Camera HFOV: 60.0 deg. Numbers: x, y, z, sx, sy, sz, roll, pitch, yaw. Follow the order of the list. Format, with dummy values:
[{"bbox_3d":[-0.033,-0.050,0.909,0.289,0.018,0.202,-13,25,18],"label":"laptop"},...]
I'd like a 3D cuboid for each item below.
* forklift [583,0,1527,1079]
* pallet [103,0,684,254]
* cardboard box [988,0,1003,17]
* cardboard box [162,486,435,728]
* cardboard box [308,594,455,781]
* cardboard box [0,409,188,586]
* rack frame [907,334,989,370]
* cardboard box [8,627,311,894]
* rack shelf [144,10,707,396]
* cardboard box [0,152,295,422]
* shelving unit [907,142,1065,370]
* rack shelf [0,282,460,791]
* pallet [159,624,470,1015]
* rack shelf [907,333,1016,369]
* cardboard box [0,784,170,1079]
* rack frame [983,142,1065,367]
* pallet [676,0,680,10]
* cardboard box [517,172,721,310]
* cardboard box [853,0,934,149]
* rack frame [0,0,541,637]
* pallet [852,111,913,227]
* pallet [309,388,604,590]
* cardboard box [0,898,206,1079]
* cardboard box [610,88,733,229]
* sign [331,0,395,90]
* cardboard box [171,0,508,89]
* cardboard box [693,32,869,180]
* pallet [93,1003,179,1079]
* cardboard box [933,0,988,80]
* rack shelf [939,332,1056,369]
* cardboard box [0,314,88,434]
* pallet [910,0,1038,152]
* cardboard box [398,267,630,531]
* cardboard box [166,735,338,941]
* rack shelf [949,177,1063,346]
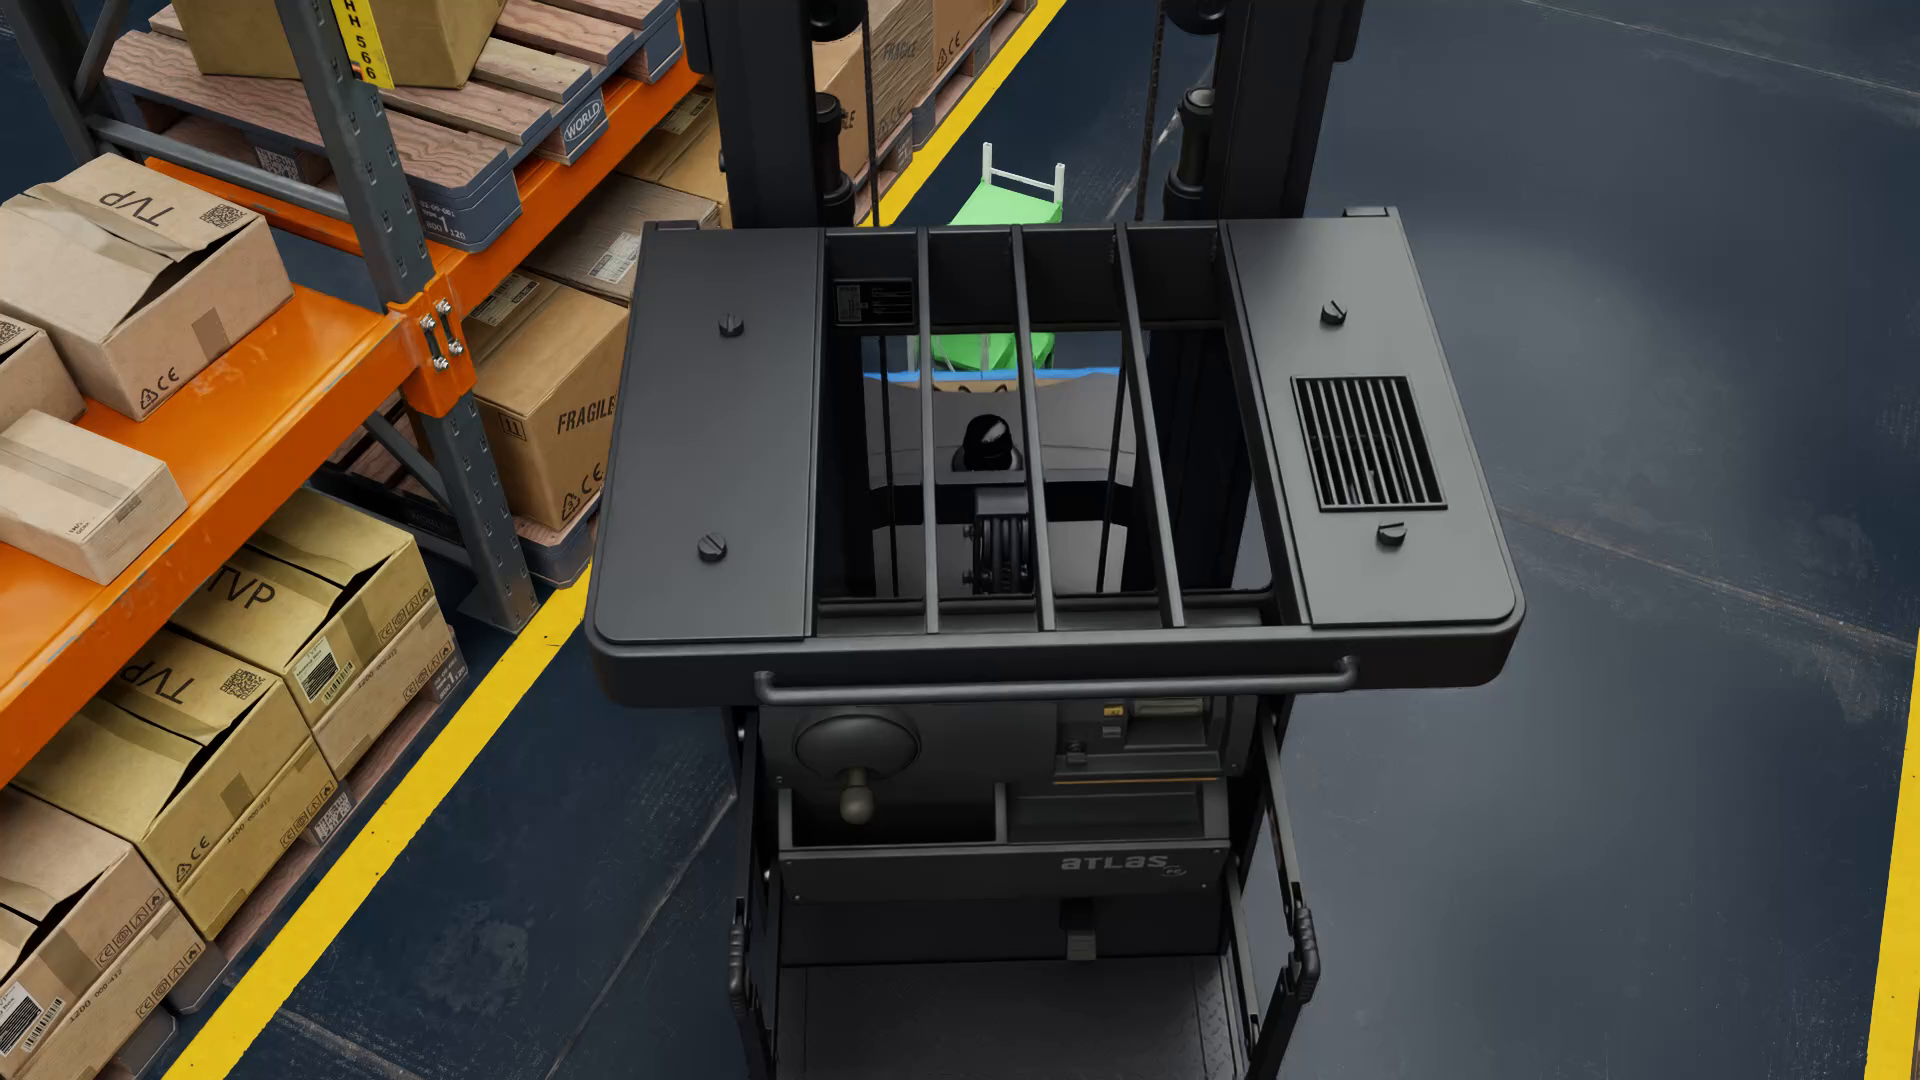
[{"bbox_3d":[0.099,0.431,2.959,1.130,2.935,3.031,-1,50,-1],"label":"forklift"},{"bbox_3d":[-1.530,-1.313,4.523,1.213,0.211,1.003,20,52,16],"label":"pallet"},{"bbox_3d":[0.001,-2.539,6.793,0.500,0.500,0.500,20,52,16],"label":"cardboard box"},{"bbox_3d":[-1.757,0.129,4.332,0.500,0.311,0.500,21,53,17],"label":"cardboard box"},{"bbox_3d":[-1.761,0.311,4.545,0.500,0.250,0.500,21,53,17],"label":"cardboard box"},{"bbox_3d":[-1.891,-0.095,3.526,0.380,0.149,0.250,20,52,16],"label":"cardboard box"},{"bbox_3d":[-0.034,-0.335,4.747,0.240,1.200,0.015,20,52,16],"label":"rack frame"},{"bbox_3d":[-1.974,0.489,4.026,0.500,0.311,0.500,19,52,16],"label":"cardboard box"},{"bbox_3d":[-0.902,-2.029,5.480,1.077,0.370,4.000,20,52,16],"label":"rack shelf"},{"bbox_3d":[-1.951,-0.620,3.867,0.500,0.311,0.500,23,53,18],"label":"cardboard box"},{"bbox_3d":[0.071,-0.503,4.890,0.258,1.200,0.503,20,52,16],"label":"shelving unit"},{"bbox_3d":[-2.611,0.725,3.136,1.077,0.370,4.000,20,52,16],"label":"rack shelf"},{"bbox_3d":[-2.143,0.573,4.624,1.003,0.211,1.213,20,52,16],"label":"pallet"},{"bbox_3d":[0.071,-0.617,4.756,0.258,0.148,0.480,20,52,16],"label":"rack shelf"},{"bbox_3d":[-2.192,0.836,3.731,0.500,0.311,0.500,19,52,16],"label":"cardboard box"},{"bbox_3d":[0.175,-0.671,5.033,0.240,1.200,0.015,20,52,16],"label":"rack frame"},{"bbox_3d":[-0.930,-2.164,5.248,1.003,0.211,1.213,20,52,16],"label":"pallet"},{"bbox_3d":[-1.085,-0.800,5.314,0.500,0.500,0.500,18,52,15],"label":"cardboard box"},{"bbox_3d":[-0.433,-1.856,6.212,0.500,0.500,0.500,20,53,17],"label":"cardboard box"},{"bbox_3d":[-1.756,-0.885,4.034,1.000,3.000,0.127,20,52,16],"label":"rack frame"},{"bbox_3d":[-0.881,-1.320,6.235,1.003,0.211,1.213,20,52,16],"label":"pallet"},{"bbox_3d":[-1.403,-0.483,5.523,1.003,0.211,1.213,20,52,16],"label":"pallet"},{"bbox_3d":[-2.195,1.013,3.948,0.500,0.250,0.500,21,53,17],"label":"cardboard box"},{"bbox_3d":[-0.866,-1.144,5.606,0.500,0.500,0.500,19,52,16],"label":"cardboard box"},{"bbox_3d":[-1.253,-1.082,3.441,0.100,0.325,0.005,20,52,16],"label":"sign"},{"bbox_3d":[-1.589,-1.524,4.236,0.700,0.500,0.500,4,50,4],"label":"cardboard box"},{"bbox_3d":[-0.648,-1.505,5.914,0.500,0.500,0.500,18,52,15],"label":"cardboard box"},{"bbox_3d":[-2.666,1.410,3.912,1.003,0.211,1.213,20,52,16],"label":"pallet"},{"bbox_3d":[-0.218,-2.201,6.506,0.500,0.500,0.500,20,52,16],"label":"cardboard box"},{"bbox_3d":[0.071,-0.461,4.939,0.258,0.148,0.480,20,52,16],"label":"rack shelf"},{"bbox_3d":[-2.314,-0.303,3.597,0.500,0.311,0.500,19,52,16],"label":"cardboard box"},{"bbox_3d":[-0.361,-2.163,6.952,1.003,0.211,1.213,20,52,16],"label":"pallet"},{"bbox_3d":[-1.303,-0.438,5.006,0.500,0.500,0.500,22,53,18],"label":"cardboard box"},{"bbox_3d":[-1.978,0.668,4.242,0.500,0.250,0.500,19,52,16],"label":"cardboard box"},{"bbox_3d":[0.071,-0.772,4.573,0.258,0.148,0.480,20,52,16],"label":"rack shelf"}]
